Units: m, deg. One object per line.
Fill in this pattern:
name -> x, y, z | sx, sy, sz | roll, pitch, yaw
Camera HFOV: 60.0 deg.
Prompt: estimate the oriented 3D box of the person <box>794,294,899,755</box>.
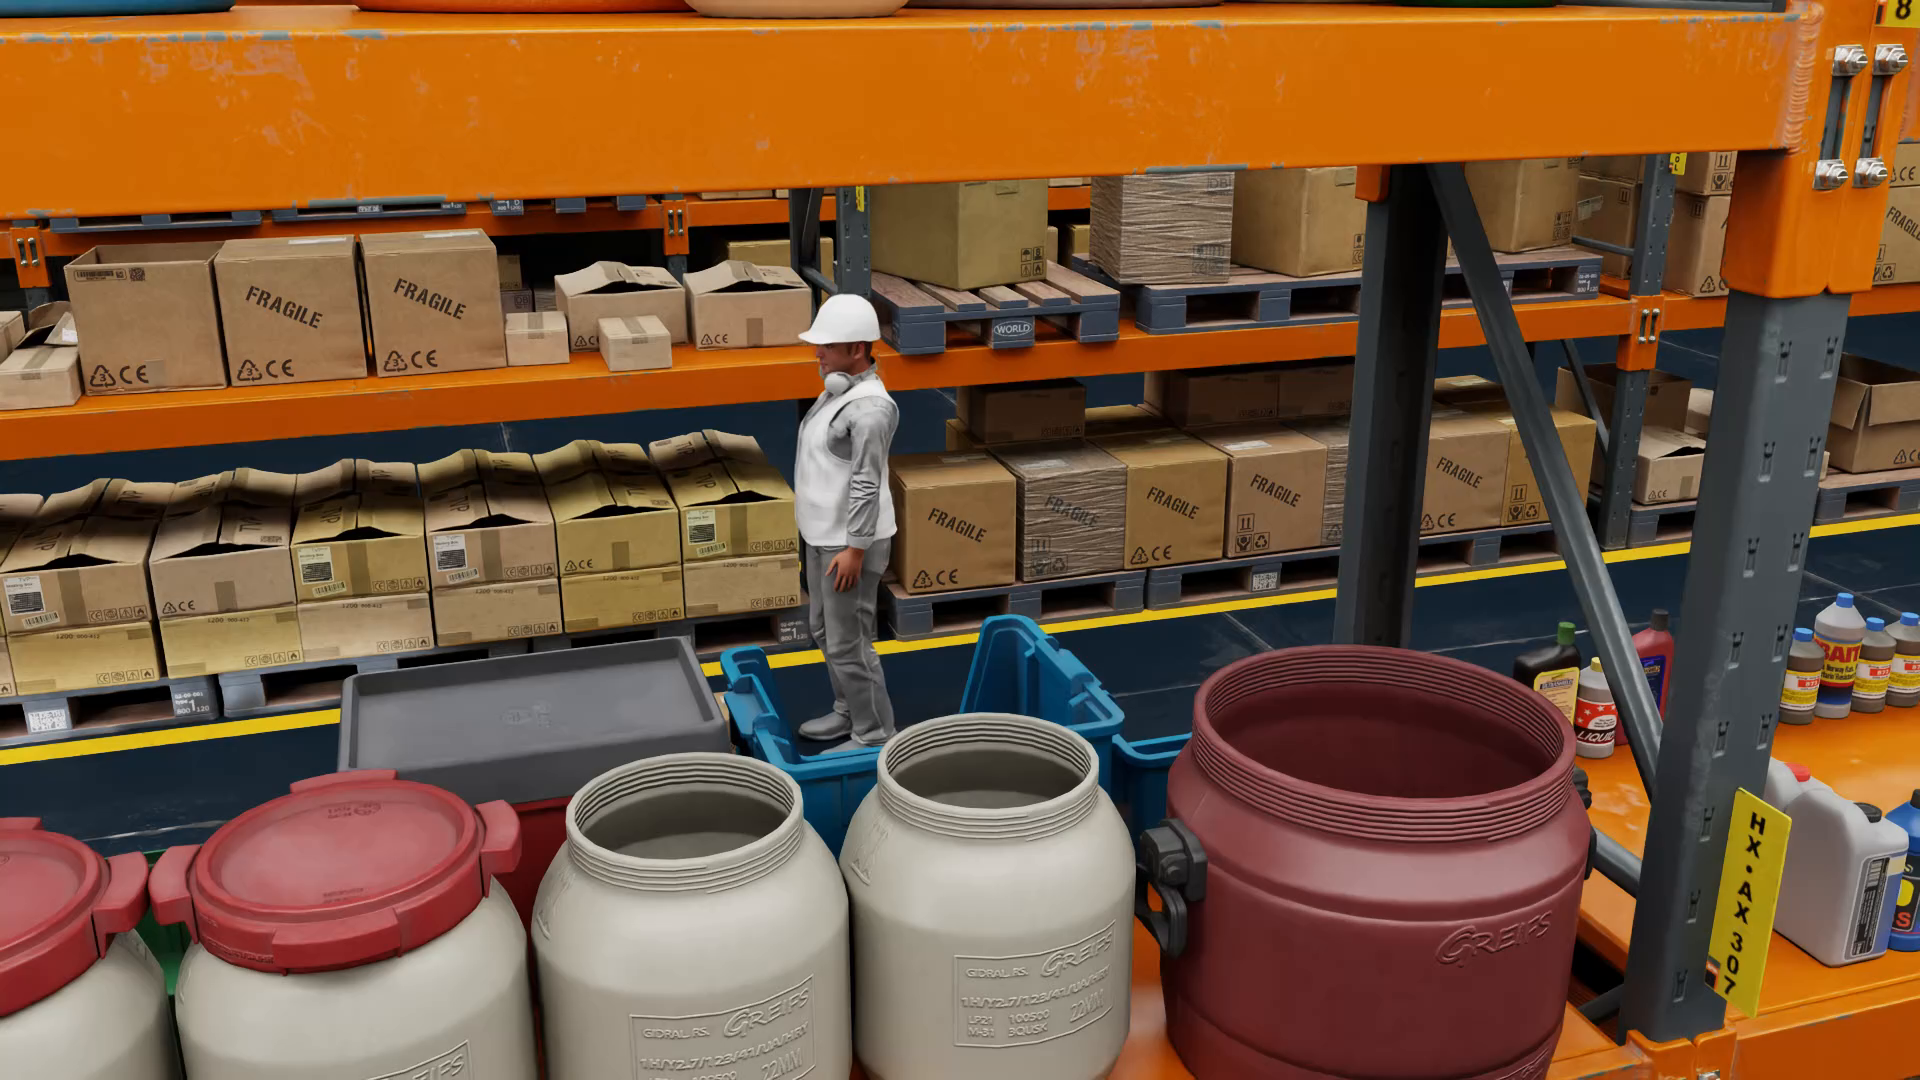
person -> -0.419, -0.023, 6.104 | 0.359, 1.766, 0.532 | -6, 20, -15
